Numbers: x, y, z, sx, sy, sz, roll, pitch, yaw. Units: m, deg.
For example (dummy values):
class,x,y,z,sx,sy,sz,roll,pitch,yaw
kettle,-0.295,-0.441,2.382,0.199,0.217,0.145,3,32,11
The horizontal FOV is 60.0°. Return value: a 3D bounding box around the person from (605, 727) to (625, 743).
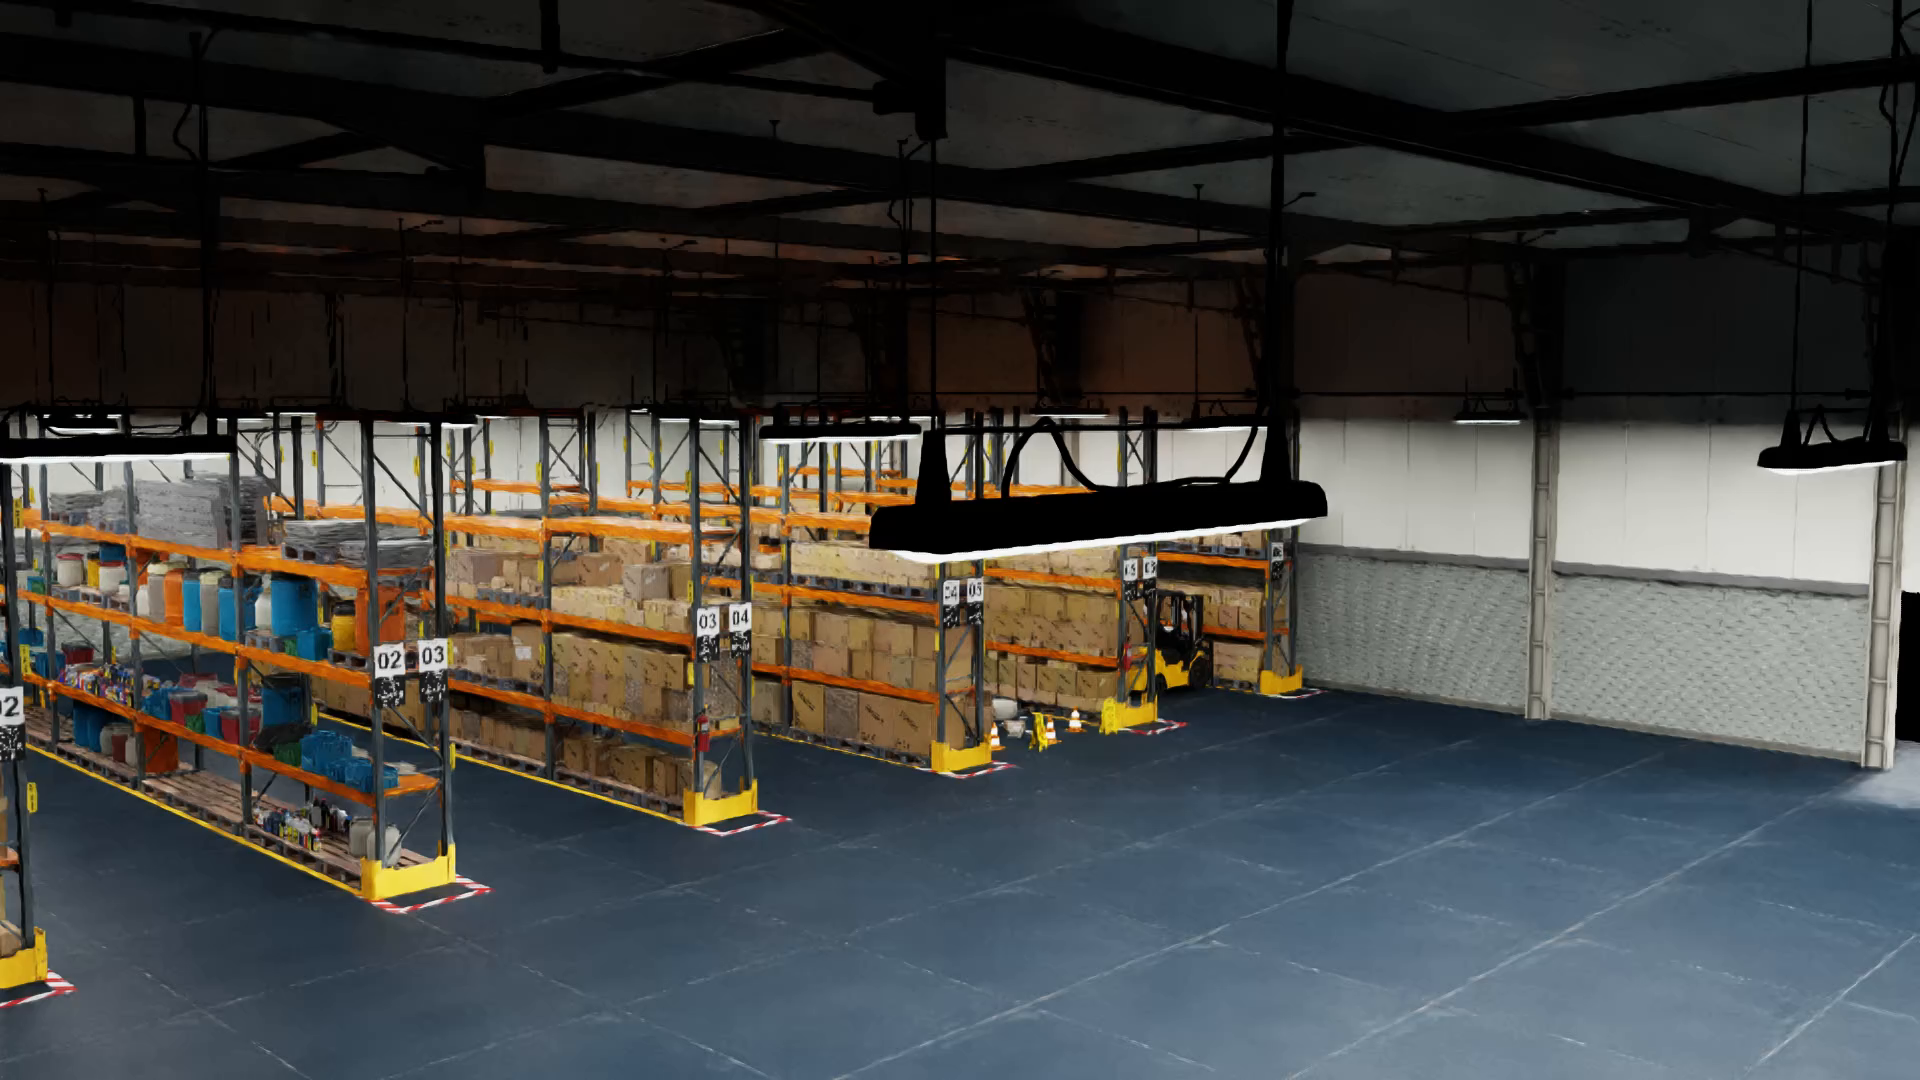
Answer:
class,x,y,z,sx,sy,sz,roll,pitch,yaw
person,-5.983,2.932,29.165,0.989,1.620,0.500,5,7,43
